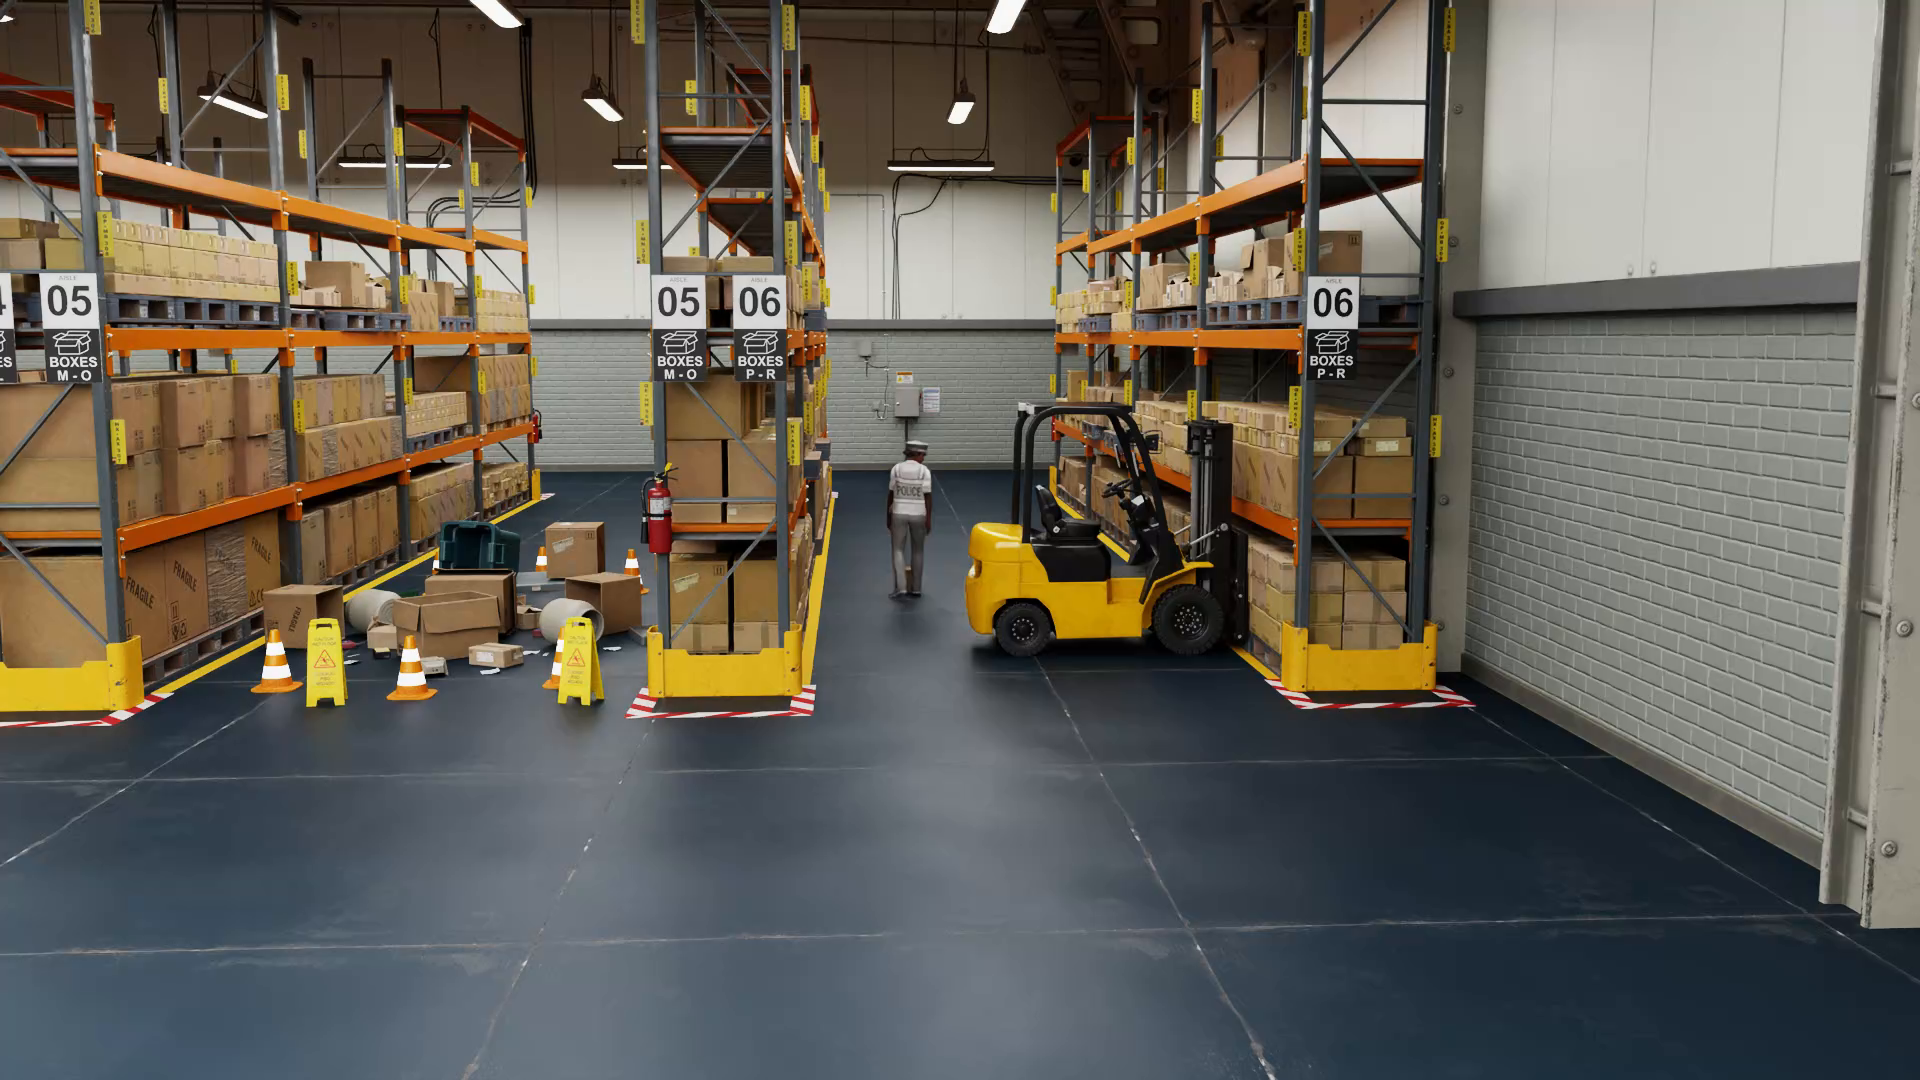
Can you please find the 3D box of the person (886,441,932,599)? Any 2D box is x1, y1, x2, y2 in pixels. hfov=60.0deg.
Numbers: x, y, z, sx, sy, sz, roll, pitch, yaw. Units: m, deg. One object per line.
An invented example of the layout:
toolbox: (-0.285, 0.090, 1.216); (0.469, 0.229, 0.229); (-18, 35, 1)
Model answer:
person: (-0.534, -0.225, 17.494); (0.477, 1.644, 0.724); (0, 7, -3)
